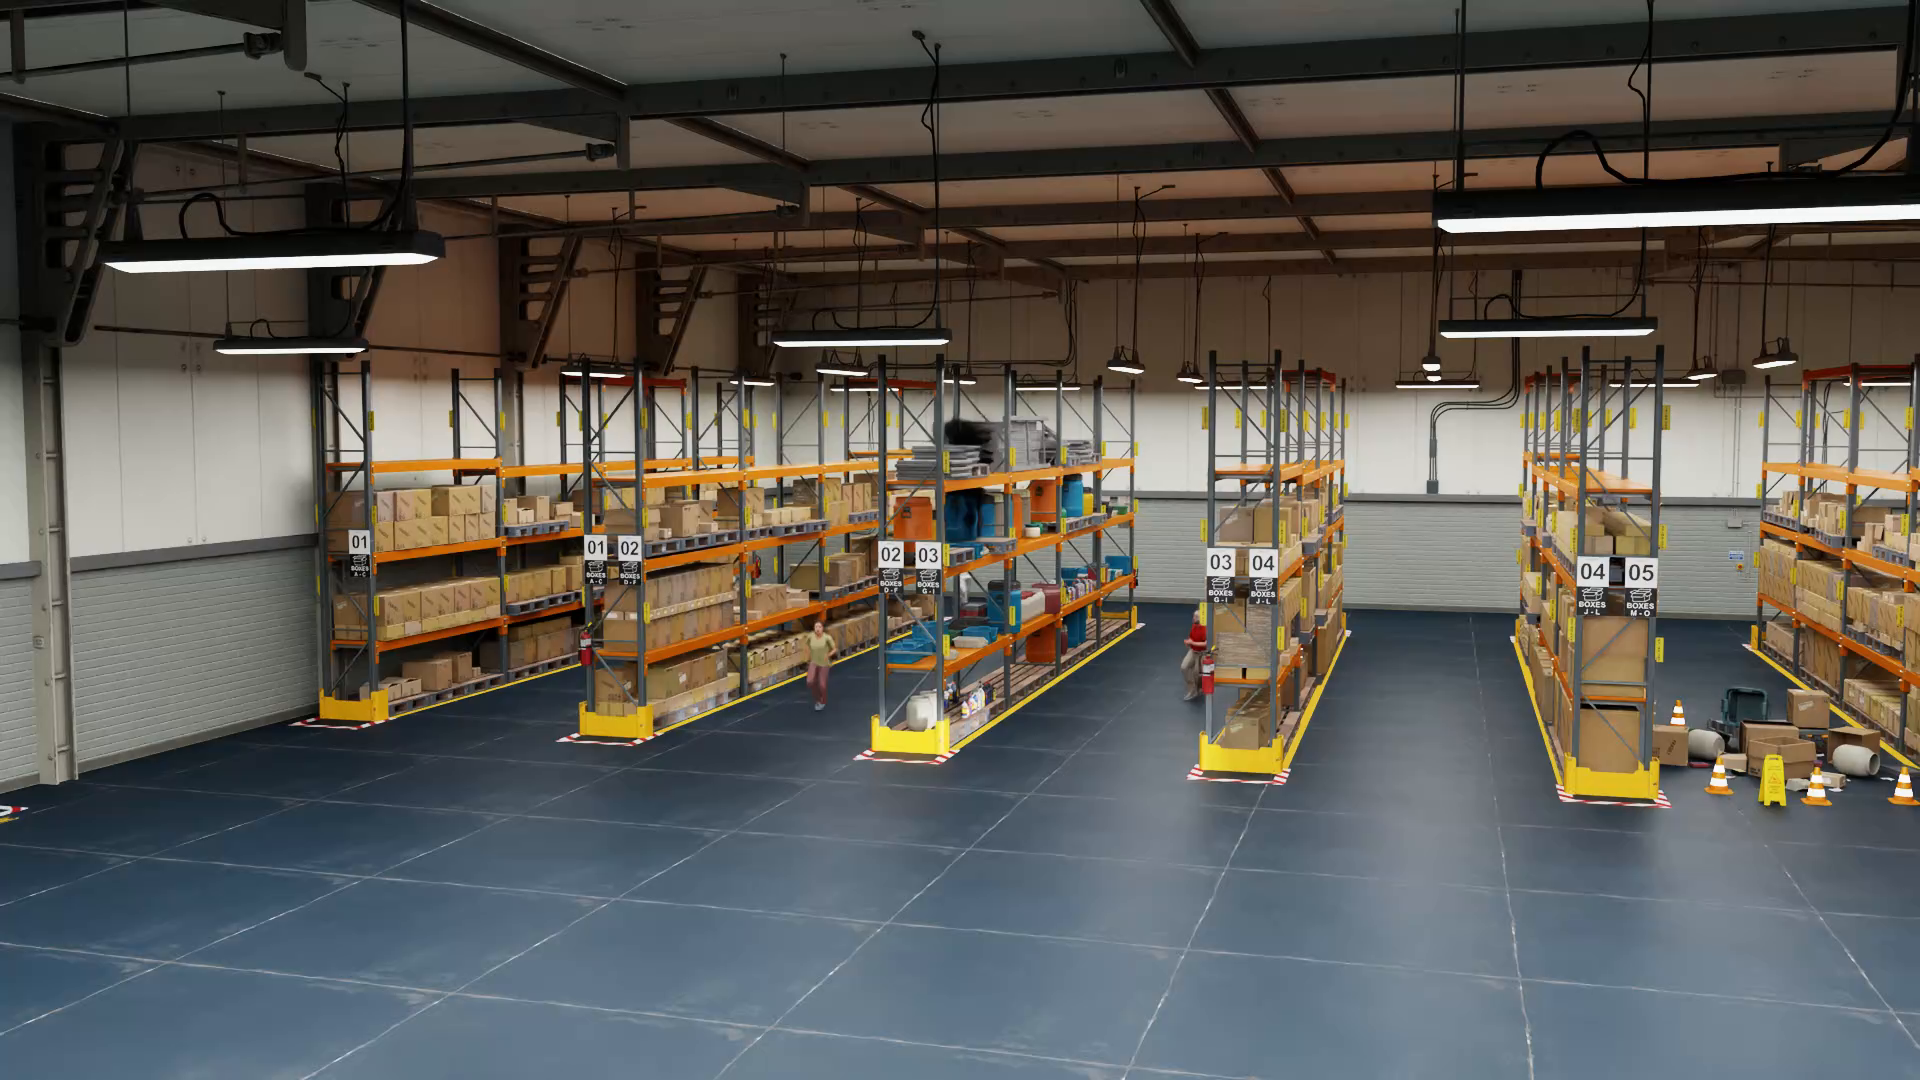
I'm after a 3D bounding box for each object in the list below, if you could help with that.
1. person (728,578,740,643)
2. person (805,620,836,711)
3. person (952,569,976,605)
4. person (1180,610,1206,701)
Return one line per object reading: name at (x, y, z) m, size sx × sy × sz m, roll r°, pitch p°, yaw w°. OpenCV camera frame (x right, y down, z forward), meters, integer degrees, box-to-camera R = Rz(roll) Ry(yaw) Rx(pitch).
person at (-4.819, 1.635, 34.880) m, size 0.658 × 1.812 × 0.832 m, roll 2°, pitch 4°, yaw 23°
person at (-2.414, 2.154, 28.767) m, size 0.591 × 1.593 × 0.749 m, roll 1°, pitch 4°, yaw 9°
person at (0.116, 1.007, 43.410) m, size 0.691 × 1.778 × 0.997 m, roll -2°, pitch 5°, yaw -28°
person at (4.231, 2.045, 29.754) m, size 0.717 × 1.641 × 0.815 m, roll -4°, pitch 5°, yaw -41°
